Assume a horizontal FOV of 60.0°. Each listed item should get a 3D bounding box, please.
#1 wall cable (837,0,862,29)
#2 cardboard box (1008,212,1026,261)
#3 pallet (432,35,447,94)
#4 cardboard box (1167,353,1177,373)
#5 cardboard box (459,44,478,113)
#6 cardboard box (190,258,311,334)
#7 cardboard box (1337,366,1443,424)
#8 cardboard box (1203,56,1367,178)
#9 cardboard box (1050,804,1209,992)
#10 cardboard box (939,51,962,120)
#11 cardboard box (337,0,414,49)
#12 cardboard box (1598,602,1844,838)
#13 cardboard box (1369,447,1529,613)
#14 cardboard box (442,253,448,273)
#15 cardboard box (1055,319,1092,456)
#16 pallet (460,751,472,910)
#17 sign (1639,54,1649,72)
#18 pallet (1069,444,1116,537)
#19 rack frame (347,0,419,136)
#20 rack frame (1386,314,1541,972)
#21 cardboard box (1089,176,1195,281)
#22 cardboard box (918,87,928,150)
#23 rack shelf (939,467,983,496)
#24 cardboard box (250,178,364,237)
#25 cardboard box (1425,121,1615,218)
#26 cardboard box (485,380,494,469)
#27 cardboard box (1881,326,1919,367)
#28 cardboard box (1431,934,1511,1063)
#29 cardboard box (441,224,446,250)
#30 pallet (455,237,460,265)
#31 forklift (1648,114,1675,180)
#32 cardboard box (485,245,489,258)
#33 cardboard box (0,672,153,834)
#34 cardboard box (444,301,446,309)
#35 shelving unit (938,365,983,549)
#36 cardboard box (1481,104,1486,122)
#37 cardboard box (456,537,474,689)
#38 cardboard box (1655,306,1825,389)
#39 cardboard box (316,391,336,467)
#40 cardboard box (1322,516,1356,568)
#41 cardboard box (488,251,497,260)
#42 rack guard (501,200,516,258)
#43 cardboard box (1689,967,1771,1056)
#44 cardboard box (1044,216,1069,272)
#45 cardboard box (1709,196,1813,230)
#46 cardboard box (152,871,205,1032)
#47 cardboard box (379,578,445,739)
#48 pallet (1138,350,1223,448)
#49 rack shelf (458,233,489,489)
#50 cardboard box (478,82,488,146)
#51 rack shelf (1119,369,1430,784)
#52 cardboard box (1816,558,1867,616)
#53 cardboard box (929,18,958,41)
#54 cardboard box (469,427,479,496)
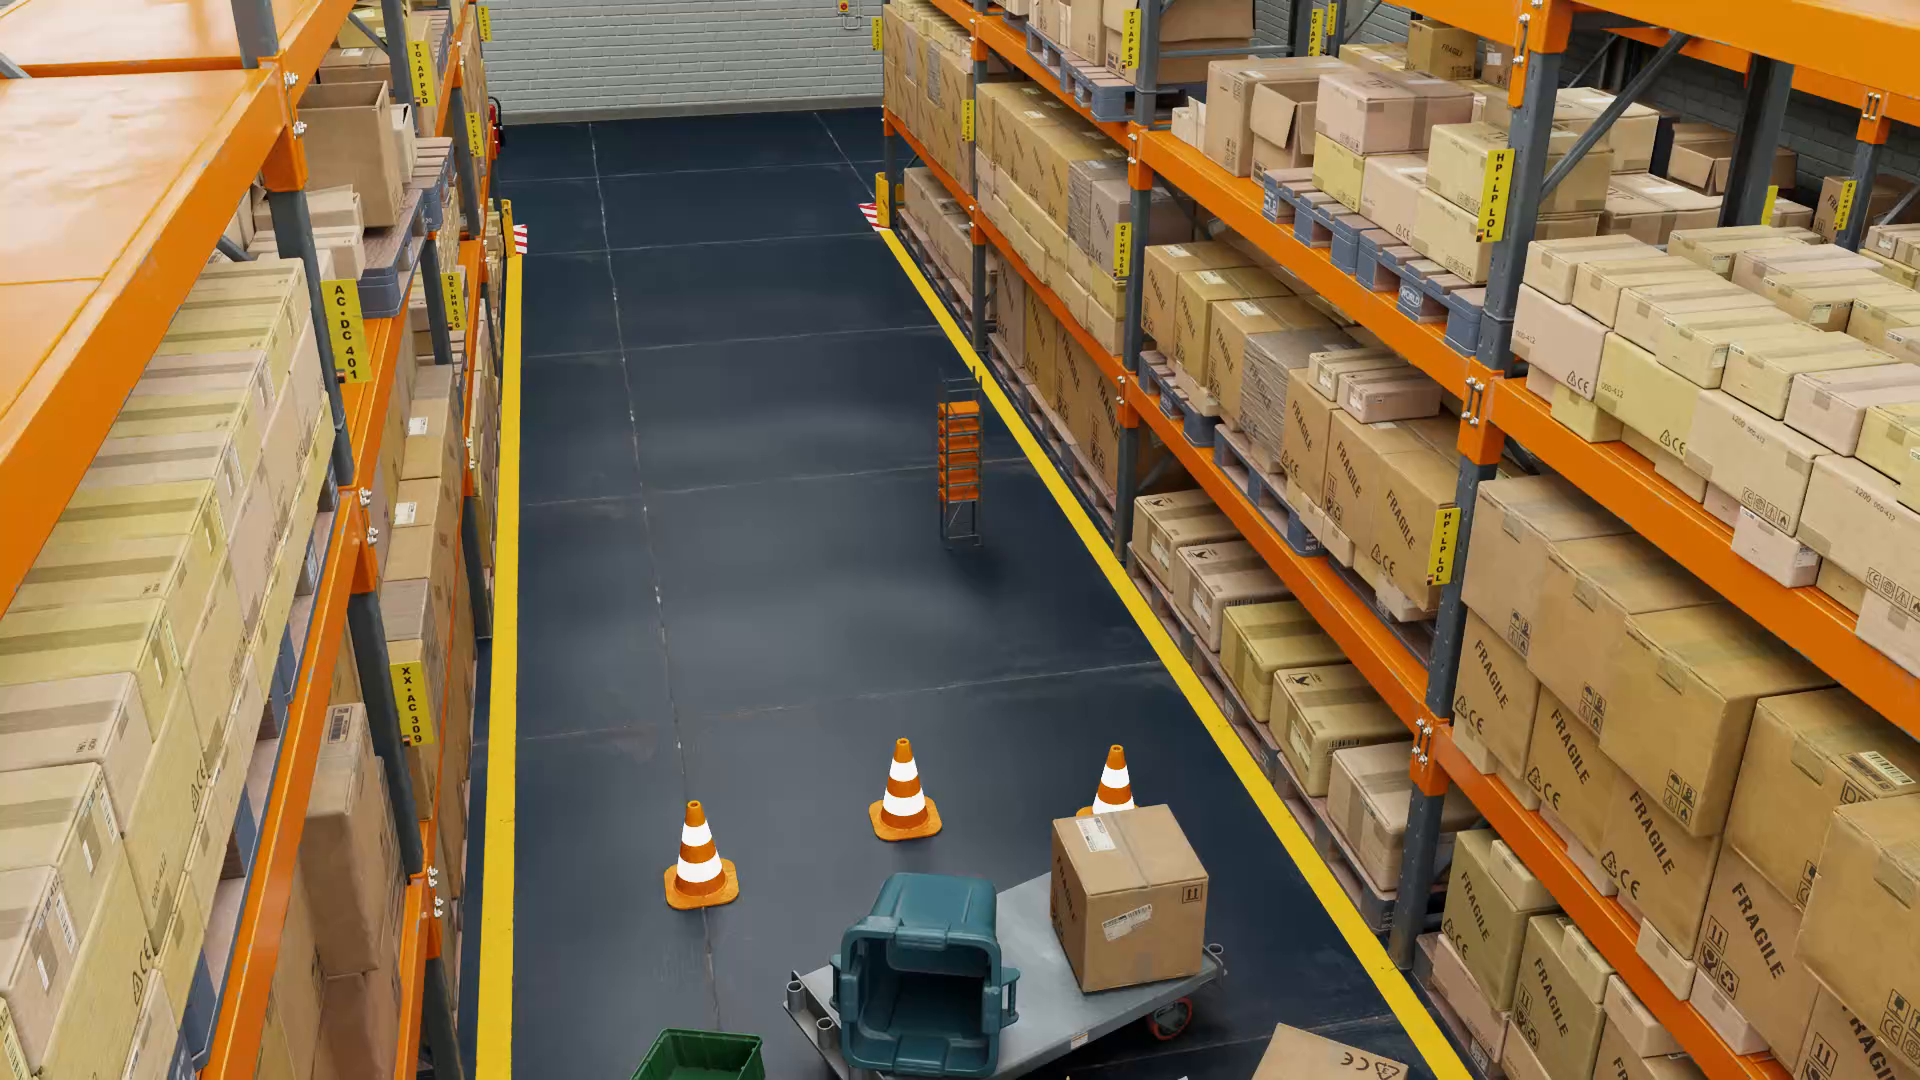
[{"bbox_3d":[-1.590,-7.722,21.904,0.585,1.953,0.123,-6,27,-12],"label":"wall cable"},{"bbox_3d":[0.665,-2.285,12.460,0.500,0.250,0.500,-6,27,-12],"label":"cardboard box"},{"bbox_3d":[-3.923,-2.997,10.584,1.213,0.211,1.003,-6,27,-12],"label":"pallet"},{"bbox_3d":[1.430,-1.055,9.671,0.380,0.149,0.250,-8,28,-15],"label":"cardboard box"},{"bbox_3d":[-4.274,-3.775,13.696,0.500,0.500,0.500,-5,27,-11],"label":"cardboard box"},{"bbox_3d":[-1.999,-0.653,4.549,0.380,0.149,0.250,-6,27,-12],"label":"cardboard box"},{"bbox_3d":[1.916,-0.649,7.425,0.380,0.149,0.250,-7,28,-13],"label":"cardboard box"},{"bbox_3d":[1.710,-2.236,8.757,0.700,0.500,0.500,-6,27,-12],"label":"cardboard box"},{"bbox_3d":[0.681,1.459,6.811,0.500,0.500,0.500,-6,27,-12],"label":"cardboard box"},{"bbox_3d":[0.123,-3.919,14.311,0.500,0.500,0.500,-6,27,-12],"label":"cardboard box"},{"bbox_3d":[-3.232,-2.879,9.183,0.396,0.266,0.258,-6,27,-12],"label":"cardboard box"},{"bbox_3d":[2.477,0.528,5.171,0.700,0.500,0.500,-7,28,-13],"label":"cardboard box"},{"bbox_3d":[2.080,-0.057,6.974,0.500,0.500,0.500,-6,27,-13],"label":"cardboard box"},{"bbox_3d":[-3.498,-1.728,10.674,0.380,0.149,0.250,-6,27,-12],"label":"cardboard box"},{"bbox_3d":[1.235,-1.212,12.060,0.875,0.875,0.875,-6,27,-11],"label":"cardboard box"},{"bbox_3d":[-2.918,1.411,8.067,1.003,0.211,1.213,-6,27,-12],"label":"pallet"},{"bbox_3d":[5.980,-4.106,14.617,0.100,0.325,0.005,-6,27,-12],"label":"sign"},{"bbox_3d":[1.402,-0.378,11.611,1.003,0.211,1.213,-6,27,-12],"label":"pallet"},{"bbox_3d":[-3.293,-3.400,7.846,1.000,3.000,0.127,-6,27,-12],"label":"rack frame"},{"bbox_3d":[2.408,0.487,6.803,1.000,3.000,0.127,-6,27,-12],"label":"rack frame"},{"bbox_3d":[1.135,-1.961,10.431,0.500,0.500,0.500,-7,28,-13],"label":"cardboard box"},{"bbox_3d":[-0.101,-3.923,15.430,0.500,0.500,0.500,-5,27,-10],"label":"cardboard box"},{"bbox_3d":[0.003,-0.382,10.888,0.258,0.103,0.180,-6,27,-12],"label":"rack shelf"},{"bbox_3d":[-2.607,-1.320,6.626,0.396,0.266,0.258,-6,27,-12],"label":"cardboard box"},{"bbox_3d":[2.153,-1.437,6.432,0.500,0.250,0.500,-5,27,-10],"label":"cardboard box"},{"bbox_3d":[-3.556,-0.799,11.659,0.500,0.500,0.500,-7,28,-13],"label":"cardboard box"},{"bbox_3d":[2.942,-0.523,4.869,0.380,0.149,0.250,-6,28,-13],"label":"cardboard box"},{"bbox_3d":[2.278,1.813,6.760,0.500,0.250,0.500,-7,28,-14],"label":"cardboard box"},{"bbox_3d":[-3.559,-1.972,10.828,0.380,0.149,0.250,-6,27,-12],"label":"cardboard box"},{"bbox_3d":[-4.164,-2.042,12.026,1.003,0.211,1.213,-6,27,-12],"label":"pallet"},{"bbox_3d":[3.695,-0.858,9.543,1.130,2.935,3.031,-7,28,-13],"label":"forklift"},{"bbox_3d":[-4.398,-2.519,14.797,0.380,0.149,0.250,-6,27,-11],"label":"cardboard box"},{"bbox_3d":[-1.484,0.350,2.563,0.380,0.149,0.250,-6,27,-12],"label":"cardboard box"},{"bbox_3d":[-3.381,-1.369,10.292,0.380,0.149,0.250,-5,27,-9],"label":"cardboard box"},{"bbox_3d":[0.003,-0.529,10.814,0.258,1.200,0.189,-6,27,-12],"label":"shelving unit"},{"bbox_3d":[5.088,-3.795,15.123,0.500,0.250,0.500,-5,27,-10],"label":"cardboard box"},{"bbox_3d":[-3.244,0.371,9.063,1.050,0.750,0.750,-6,27,-12],"label":"cardboard box"},{"bbox_3d":[2.332,-0.579,4.979,0.380,0.149,0.250,-6,27,-12],"label":"cardboard box"},{"bbox_3d":[-1.998,-0.298,4.730,0.380,0.149,0.250,-6,27,-12],"label":"cardboard box"},{"bbox_3d":[1.888,-0.013,7.607,0.380,0.149,0.250,-6,27,-12],"label":"cardboard box"},{"bbox_3d":[-4.411,-2.511,15.109,0.380,0.149,0.250,-5,27,-9],"label":"cardboard box"},{"bbox_3d":[-5.079,-3.085,16.653,1.175,0.500,0.348,-6,27,-12],"label":"rack guard"},{"bbox_3d":[2.530,1.440,5.193,0.380,0.149,0.250,-6,27,-12],"label":"cardboard box"},{"bbox_3d":[0.895,-2.060,11.460,0.500,0.250,0.500,-7,28,-13],"label":"cardboard box"},{"bbox_3d":[5.789,-2.326,12.075,0.500,0.250,0.500,-7,28,-14],"label":"cardboard box"},{"bbox_3d":[-1.483,0.705,2.744,0.380,0.149,0.250,-6,27,-11],"label":"cardboard box"},{"bbox_3d":[-2.363,0.510,6.647,0.500,0.500,0.500,-6,27,-11],"label":"cardboard box"},{"bbox_3d":[1.771,-0.881,9.727,1.213,0.211,1.003,-6,27,-12],"label":"pallet"},{"bbox_3d":[-3.744,-1.279,11.100,1.077,0.370,4.000,-6,27,-12],"label":"rack shelf"},{"bbox_3d":[-4.510,-3.792,14.840,0.500,0.500,0.500,-6,27,-11],"label":"cardboard box"},{"bbox_3d":[1.957,-0.070,8.704,1.077,0.370,4.000,-6,27,-12],"label":"rack shelf"},{"bbox_3d":[2.587,0.100,4.519,0.380,0.149,0.250,-6,27,-11],"label":"cardboard box"},{"bbox_3d":[-0.071,-4.583,14.906,0.380,0.149,0.250,-6,27,-12],"label":"cardboard box"},{"bbox_3d":[-3.213,-0.456,10.146,0.500,0.250,0.500,-7,28,-14],"label":"cardboard box"}]
